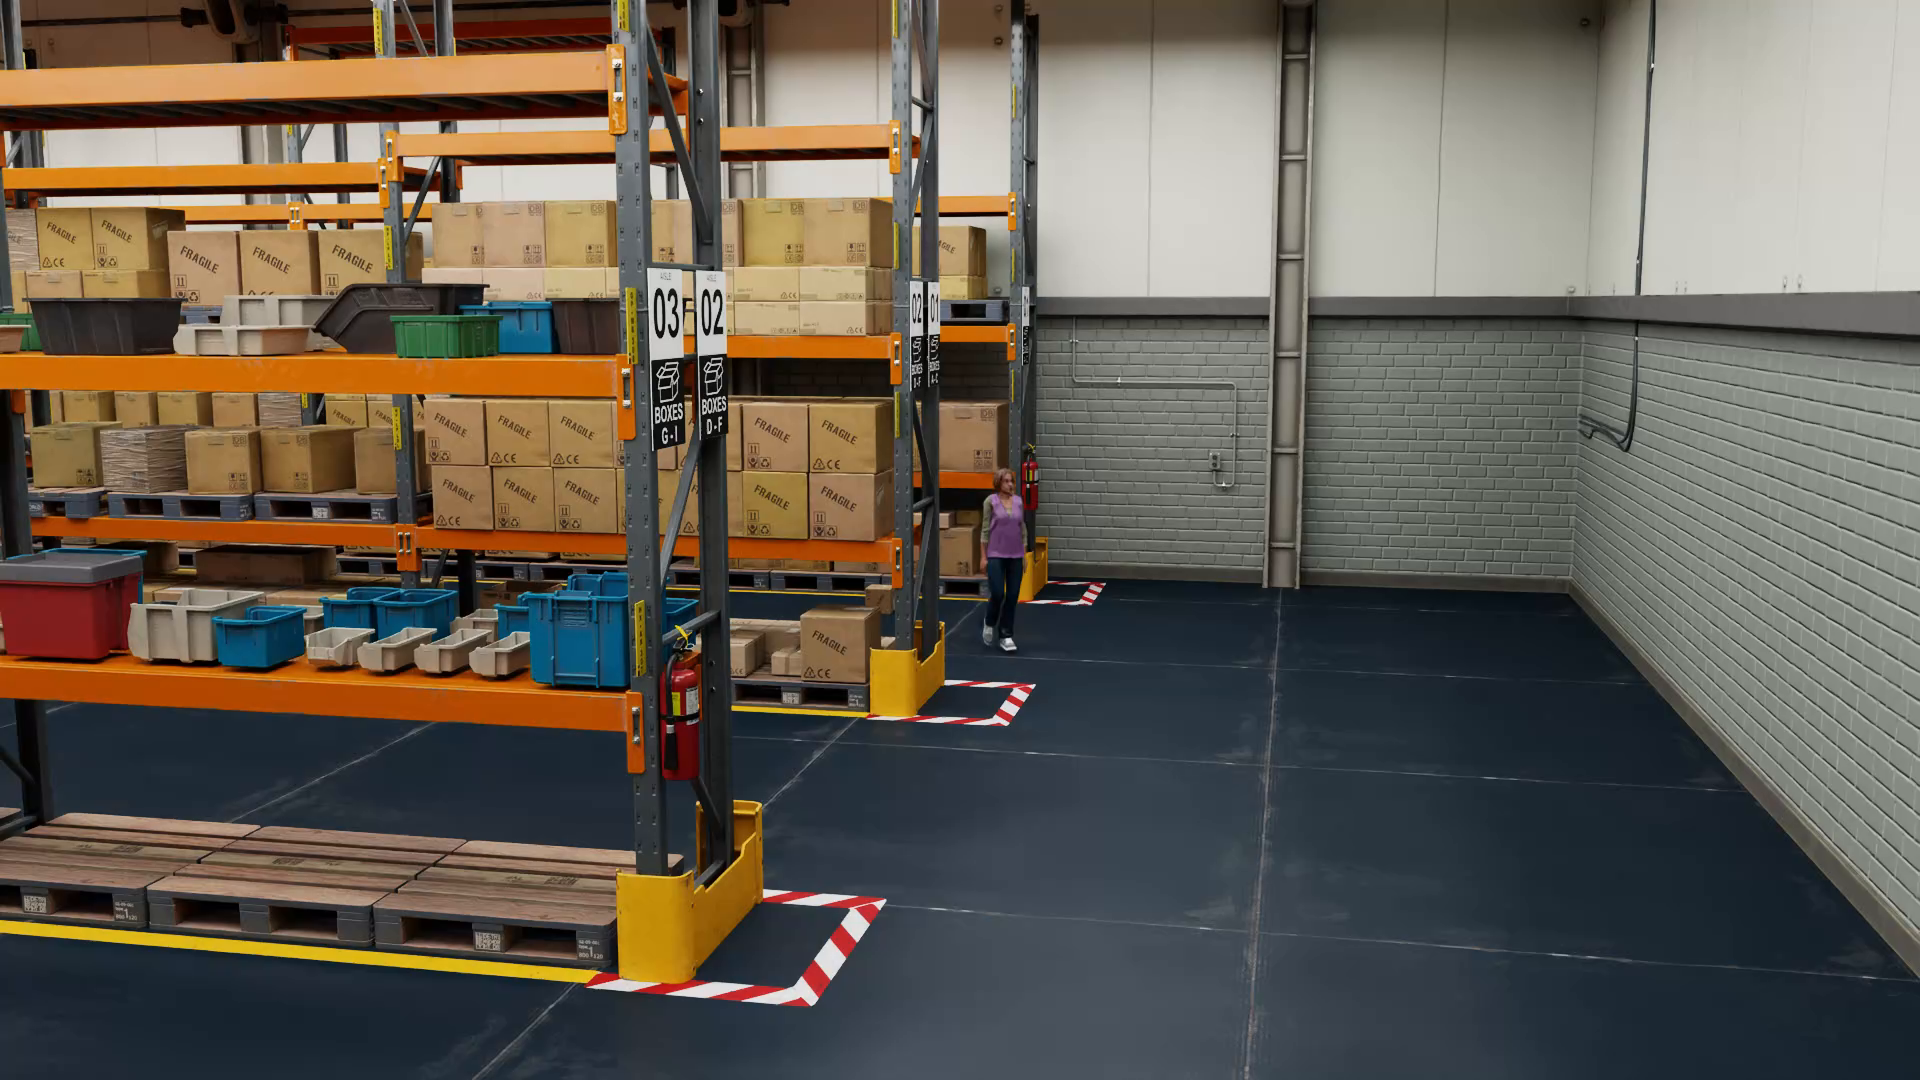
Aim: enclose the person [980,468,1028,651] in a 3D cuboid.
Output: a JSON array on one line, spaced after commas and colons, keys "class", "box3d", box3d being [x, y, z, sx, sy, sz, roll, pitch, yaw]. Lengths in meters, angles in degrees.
[{"class": "person", "box3d": [0.381, 0.163, 14.524, 0.439, 1.595, 0.382, -3, 9, -21]}]
